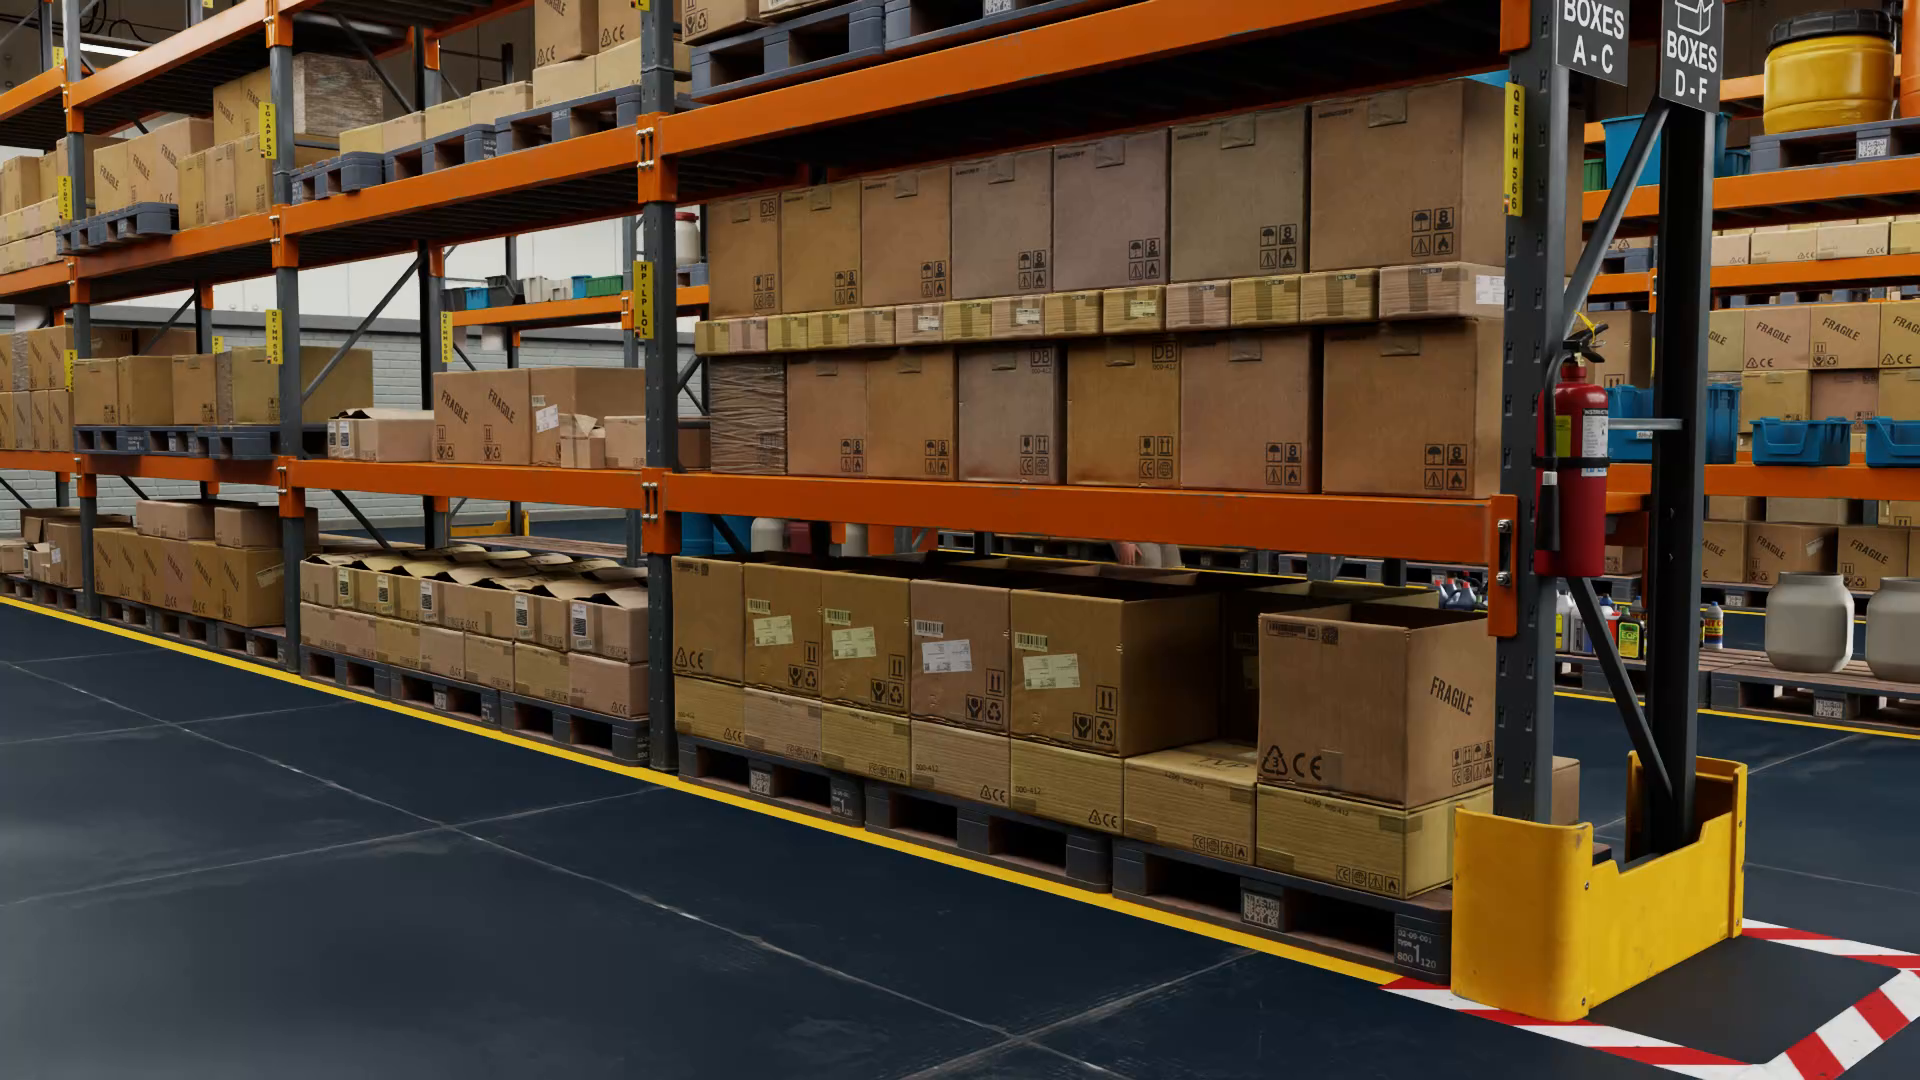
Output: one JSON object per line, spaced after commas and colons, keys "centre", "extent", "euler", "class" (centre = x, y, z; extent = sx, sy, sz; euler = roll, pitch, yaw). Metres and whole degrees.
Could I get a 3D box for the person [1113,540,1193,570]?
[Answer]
{"centre": [1.061, -0.029, 9.680], "extent": [0.575, 1.721, 0.589], "euler": [3, 5, 39], "class": "person"}
